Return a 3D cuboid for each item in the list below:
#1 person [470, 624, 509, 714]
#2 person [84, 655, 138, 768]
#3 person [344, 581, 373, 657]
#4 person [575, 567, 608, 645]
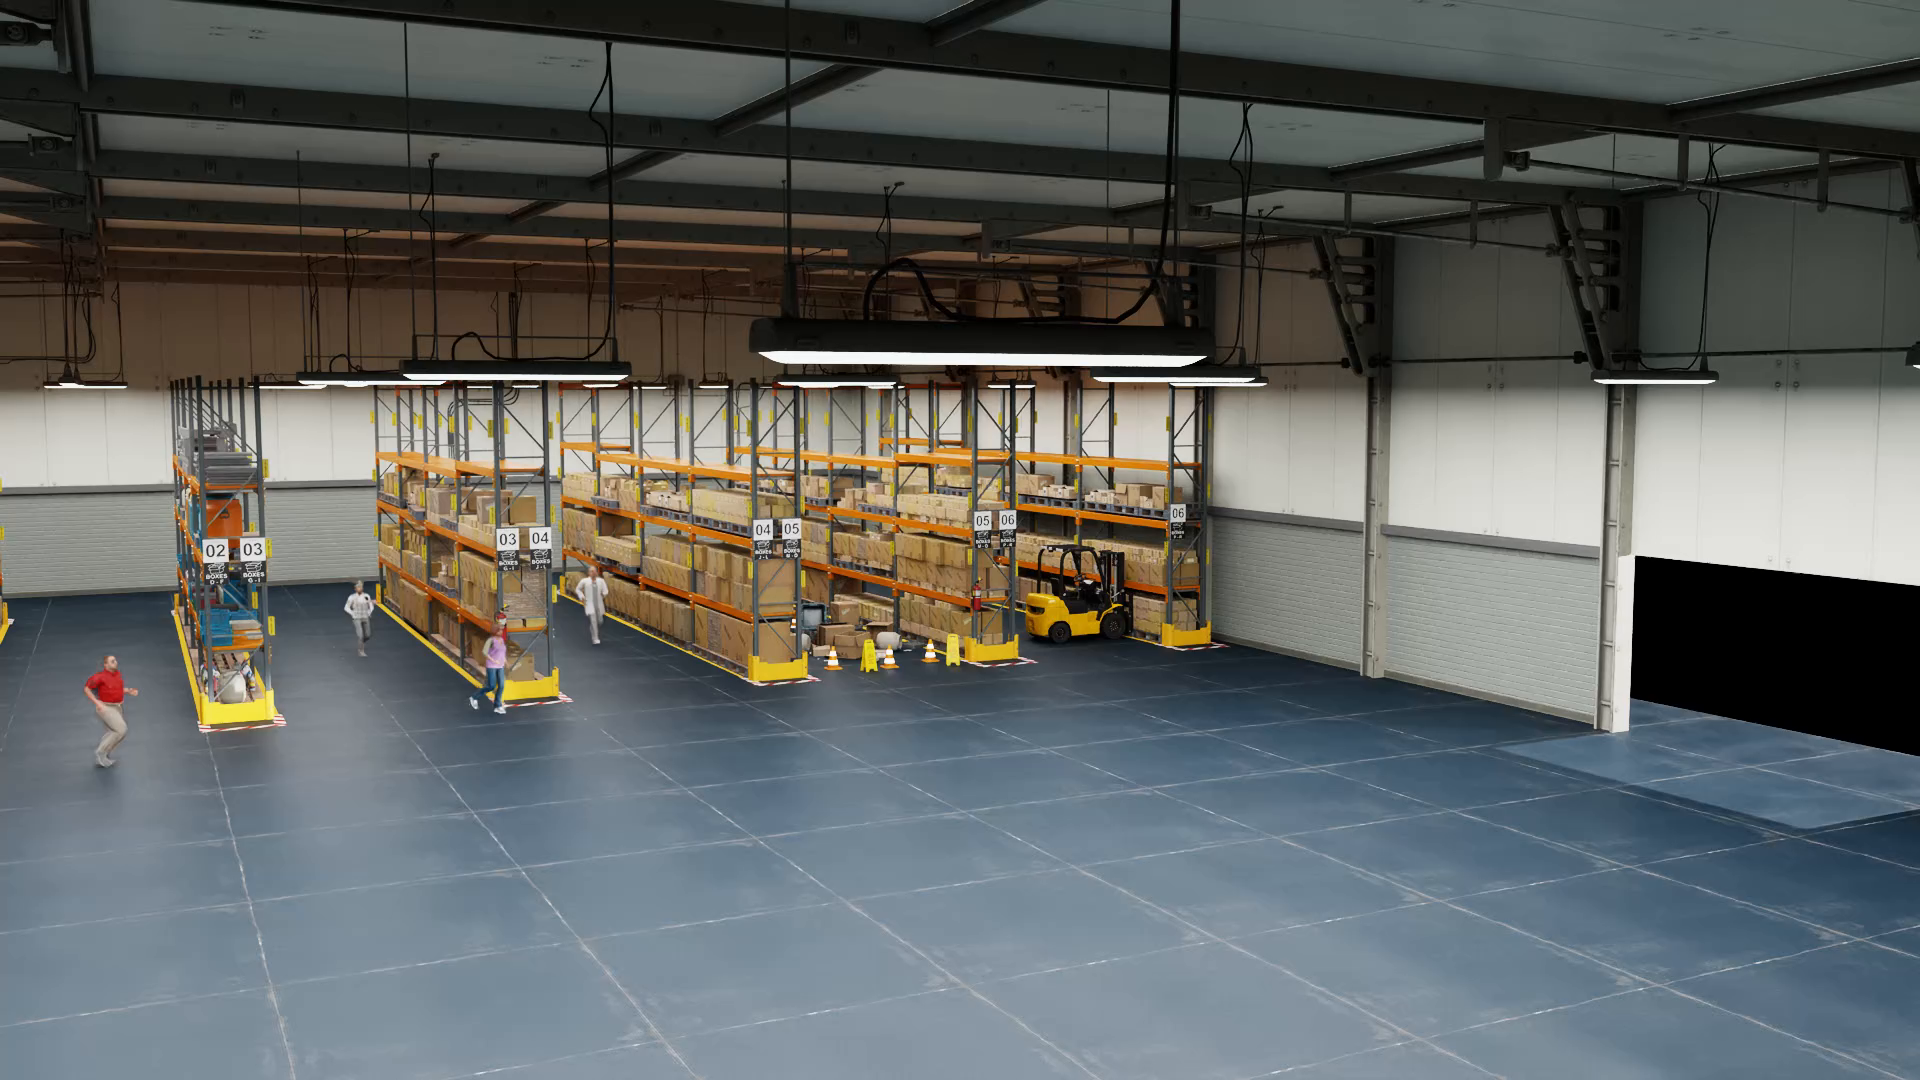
[{"bbox_3d":[-8.348,2.300,29.835,0.732,1.552,0.608,2,6,23],"label":"person"},{"bbox_3d":[-12.959,2.618,25.479,0.663,1.712,0.636,0,5,1],"label":"person"},{"bbox_3d":[-13.006,1.695,36.036,0.614,1.647,0.580,-4,6,-36],"label":"person"},{"bbox_3d":[-8.367,1.481,37.905,0.720,1.746,0.912,-3,6,-29],"label":"person"}]
